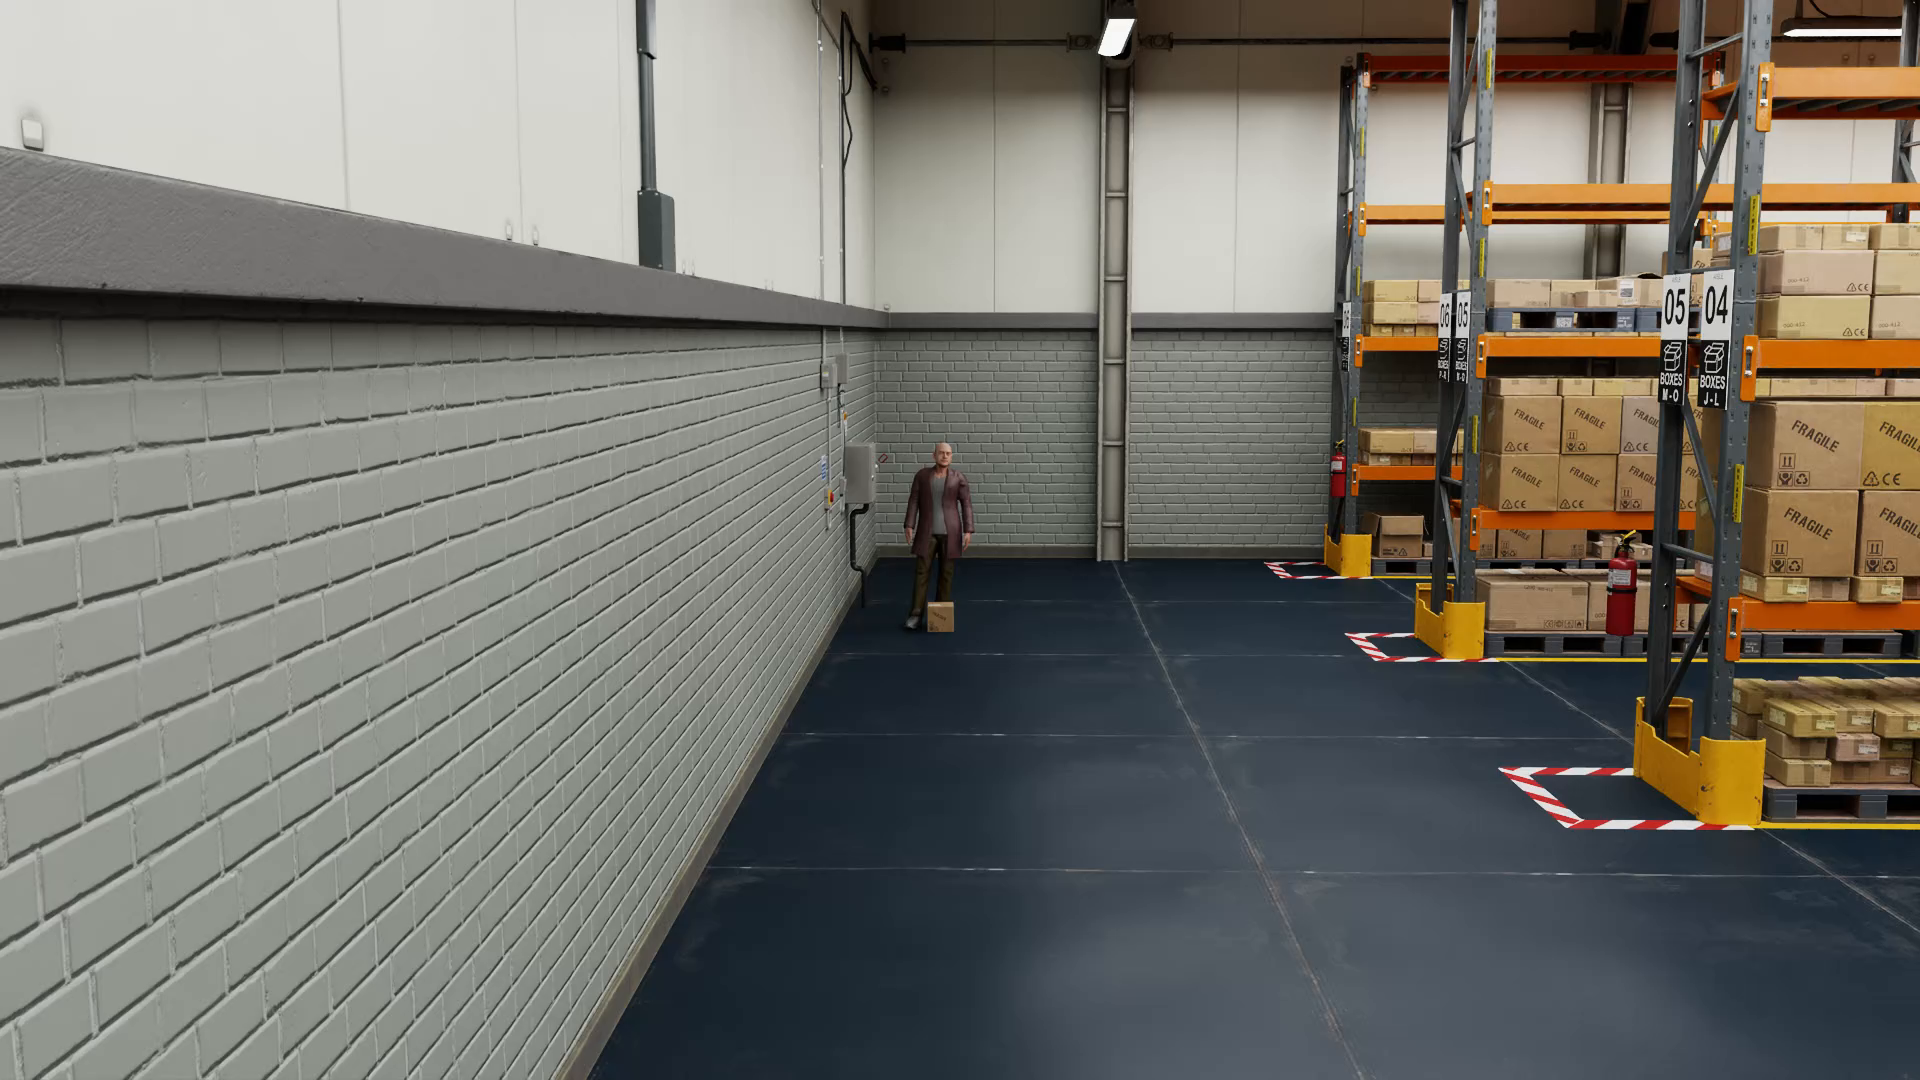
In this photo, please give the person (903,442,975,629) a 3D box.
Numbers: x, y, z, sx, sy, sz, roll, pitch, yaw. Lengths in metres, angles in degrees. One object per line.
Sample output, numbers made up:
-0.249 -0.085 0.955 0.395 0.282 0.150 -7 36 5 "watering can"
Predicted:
-0.207 -0.047 16.124 0.698 1.778 0.580 0 7 1 "person"
